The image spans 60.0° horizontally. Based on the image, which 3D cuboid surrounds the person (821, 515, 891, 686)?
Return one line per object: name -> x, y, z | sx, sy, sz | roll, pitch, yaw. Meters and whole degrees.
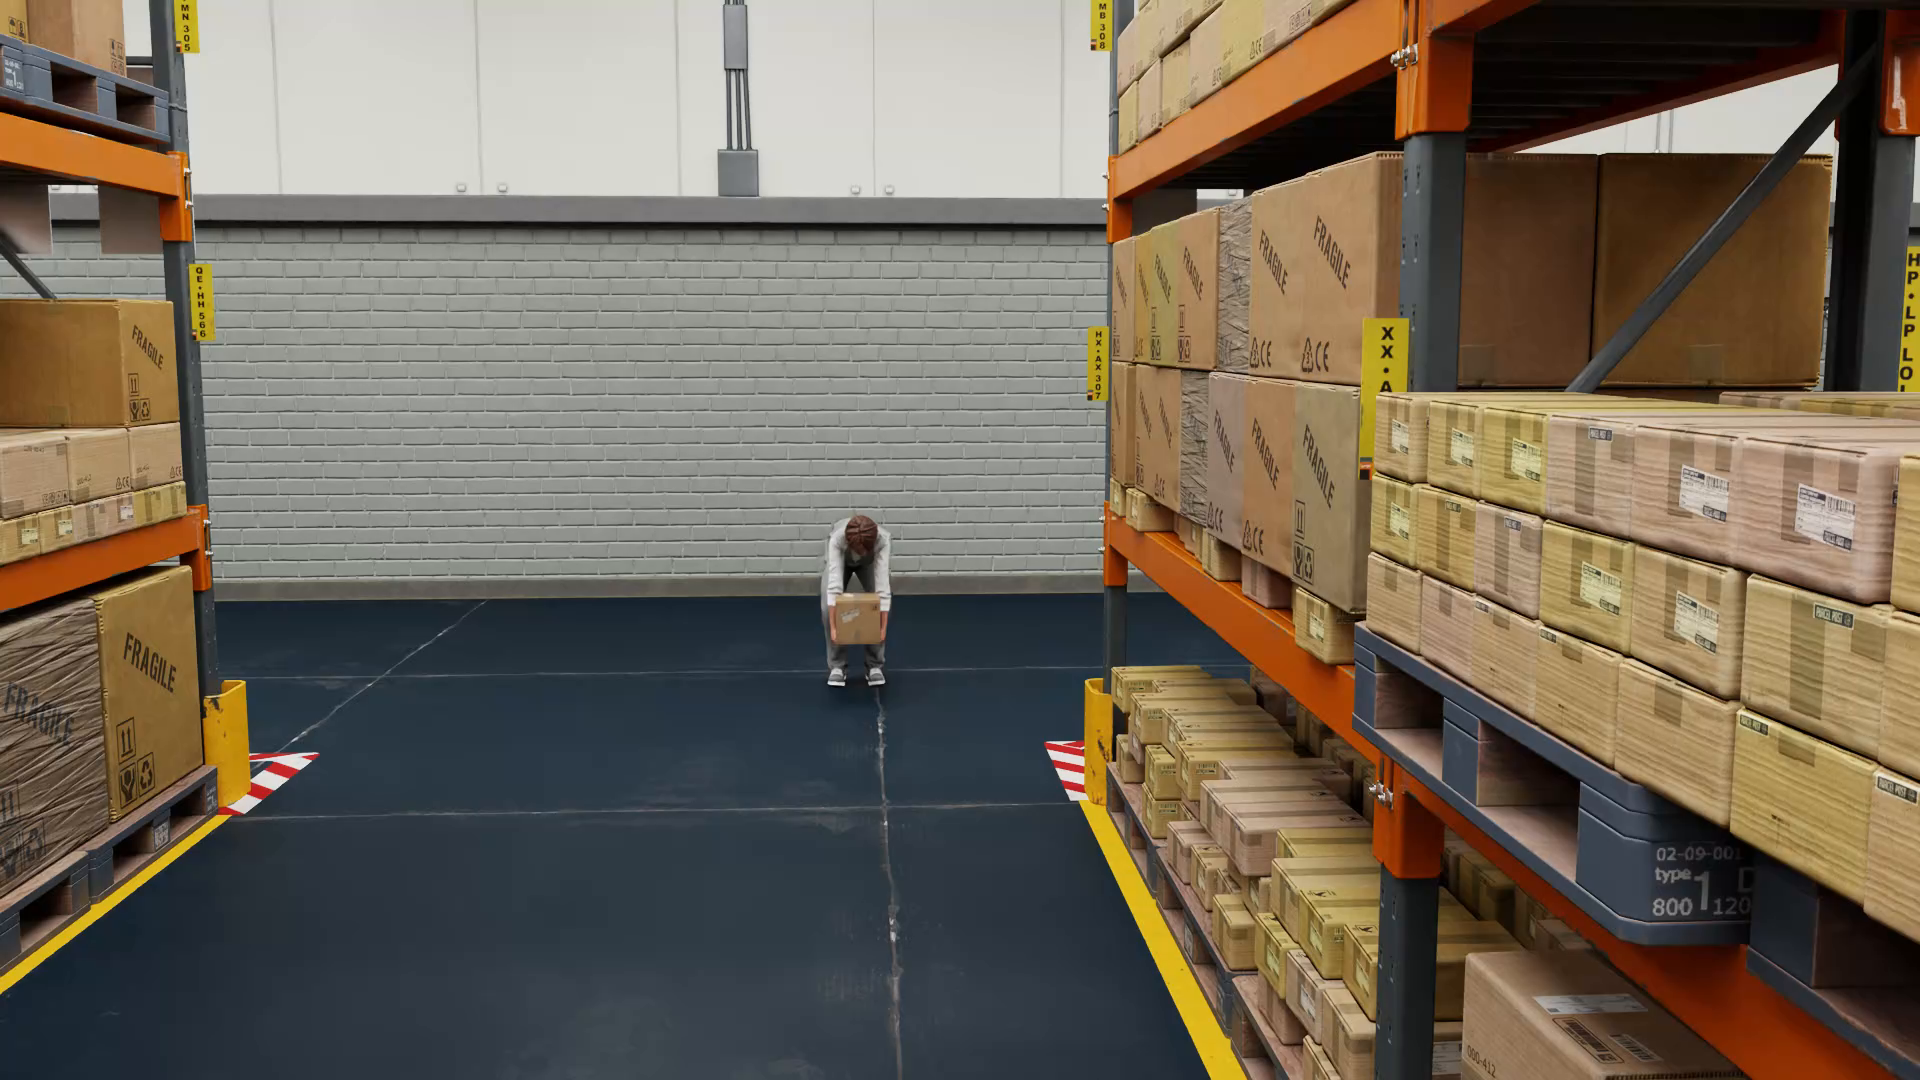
person -> -0.599, 0.351, 9.668 | 0.411, 1.059, 0.853 | -1, 7, -6
